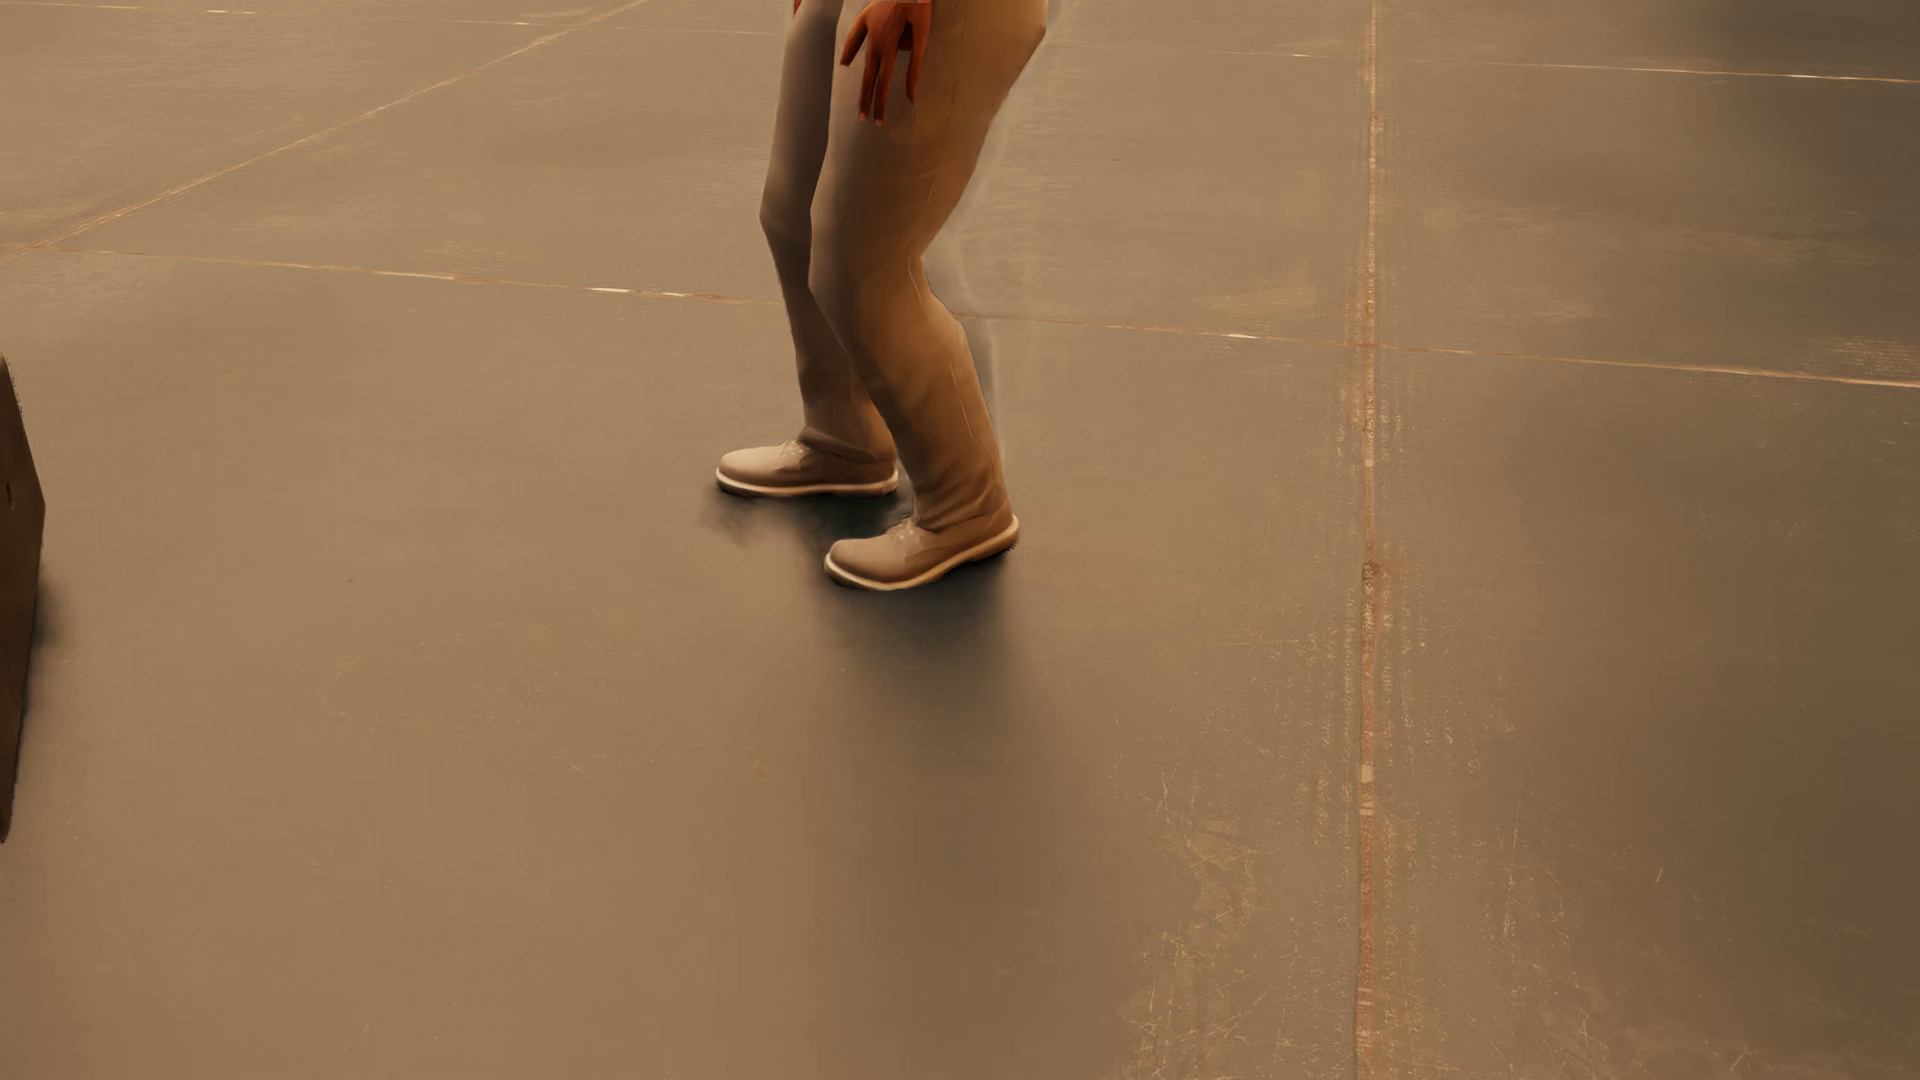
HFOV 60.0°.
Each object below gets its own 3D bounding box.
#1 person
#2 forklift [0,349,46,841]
[{"bbox_3d":[-0.092,-0.730,2.128,0.438,1.670,0.662,-9,28,-17],"label":"person"},{"bbox_3d":[-2.555,-0.842,0.916,3.031,2.935,1.130,-11,29,-21],"label":"forklift"}]
